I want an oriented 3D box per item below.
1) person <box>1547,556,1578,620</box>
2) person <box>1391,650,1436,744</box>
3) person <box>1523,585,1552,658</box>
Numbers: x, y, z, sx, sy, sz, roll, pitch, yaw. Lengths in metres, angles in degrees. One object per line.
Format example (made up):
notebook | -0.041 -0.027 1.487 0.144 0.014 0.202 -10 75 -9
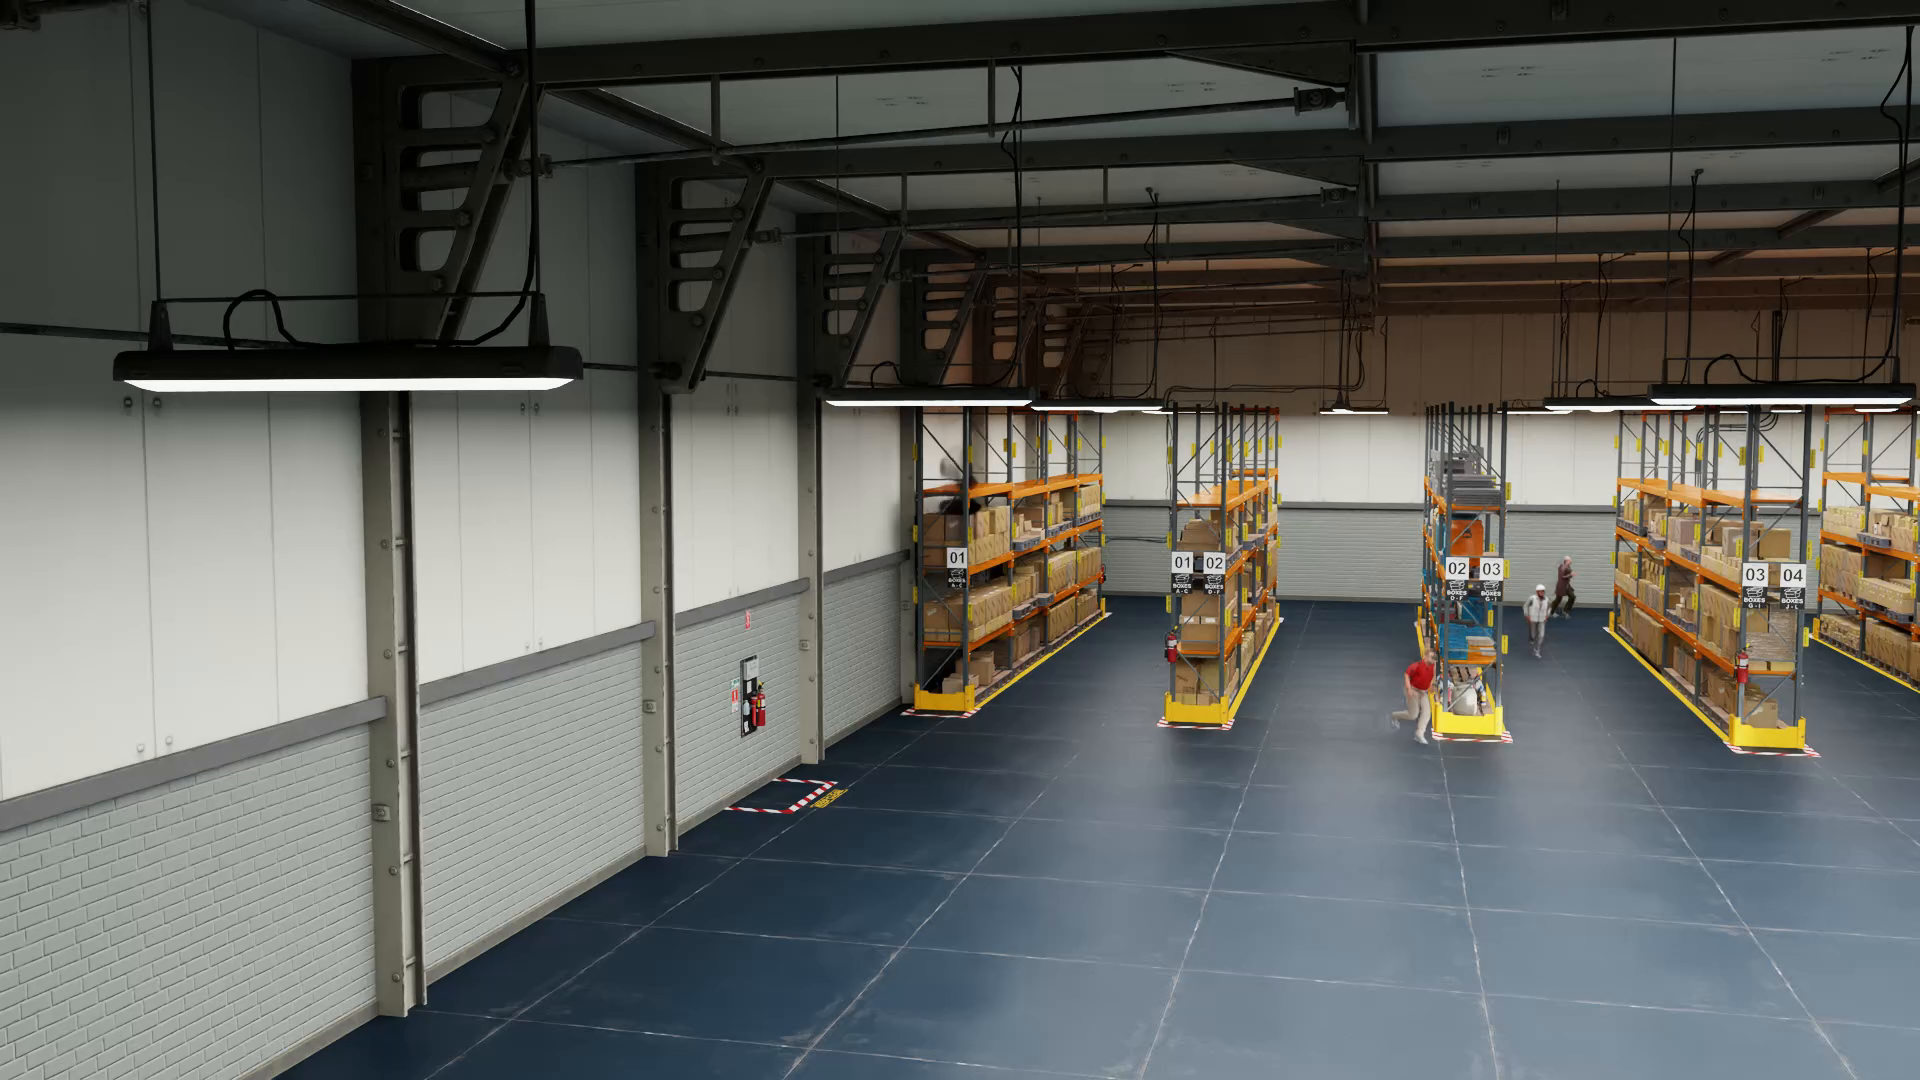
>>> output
person | 17.077 1.373 47.150 0.907 1.837 0.671 4 6 43
person | 8.044 2.746 29.458 0.664 1.684 0.886 -3 5 -38
person | 13.873 1.931 39.975 0.674 1.752 0.795 1 4 8
